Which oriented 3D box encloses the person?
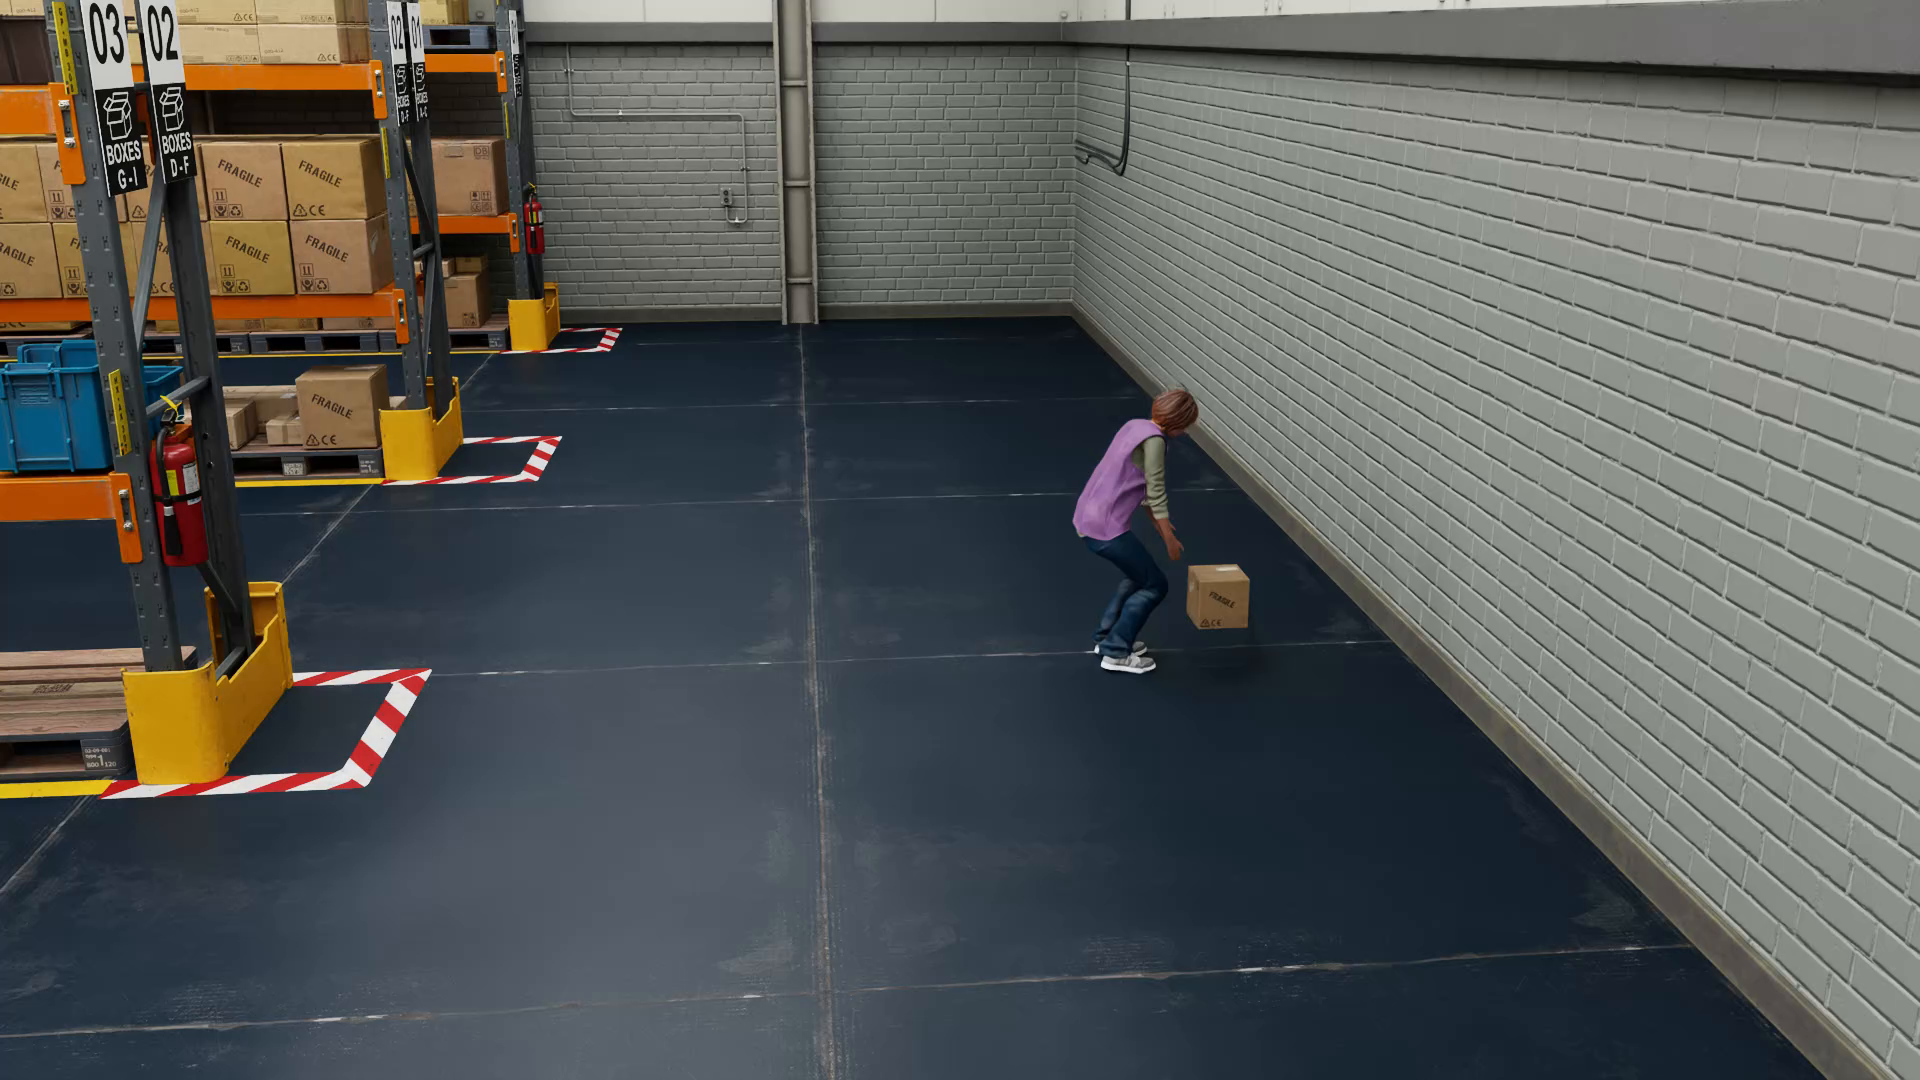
[{"bbox_3d":[0.846,-0.049,8.140,0.601,1.361,0.460,-2,17,-5],"label":"person"}]
